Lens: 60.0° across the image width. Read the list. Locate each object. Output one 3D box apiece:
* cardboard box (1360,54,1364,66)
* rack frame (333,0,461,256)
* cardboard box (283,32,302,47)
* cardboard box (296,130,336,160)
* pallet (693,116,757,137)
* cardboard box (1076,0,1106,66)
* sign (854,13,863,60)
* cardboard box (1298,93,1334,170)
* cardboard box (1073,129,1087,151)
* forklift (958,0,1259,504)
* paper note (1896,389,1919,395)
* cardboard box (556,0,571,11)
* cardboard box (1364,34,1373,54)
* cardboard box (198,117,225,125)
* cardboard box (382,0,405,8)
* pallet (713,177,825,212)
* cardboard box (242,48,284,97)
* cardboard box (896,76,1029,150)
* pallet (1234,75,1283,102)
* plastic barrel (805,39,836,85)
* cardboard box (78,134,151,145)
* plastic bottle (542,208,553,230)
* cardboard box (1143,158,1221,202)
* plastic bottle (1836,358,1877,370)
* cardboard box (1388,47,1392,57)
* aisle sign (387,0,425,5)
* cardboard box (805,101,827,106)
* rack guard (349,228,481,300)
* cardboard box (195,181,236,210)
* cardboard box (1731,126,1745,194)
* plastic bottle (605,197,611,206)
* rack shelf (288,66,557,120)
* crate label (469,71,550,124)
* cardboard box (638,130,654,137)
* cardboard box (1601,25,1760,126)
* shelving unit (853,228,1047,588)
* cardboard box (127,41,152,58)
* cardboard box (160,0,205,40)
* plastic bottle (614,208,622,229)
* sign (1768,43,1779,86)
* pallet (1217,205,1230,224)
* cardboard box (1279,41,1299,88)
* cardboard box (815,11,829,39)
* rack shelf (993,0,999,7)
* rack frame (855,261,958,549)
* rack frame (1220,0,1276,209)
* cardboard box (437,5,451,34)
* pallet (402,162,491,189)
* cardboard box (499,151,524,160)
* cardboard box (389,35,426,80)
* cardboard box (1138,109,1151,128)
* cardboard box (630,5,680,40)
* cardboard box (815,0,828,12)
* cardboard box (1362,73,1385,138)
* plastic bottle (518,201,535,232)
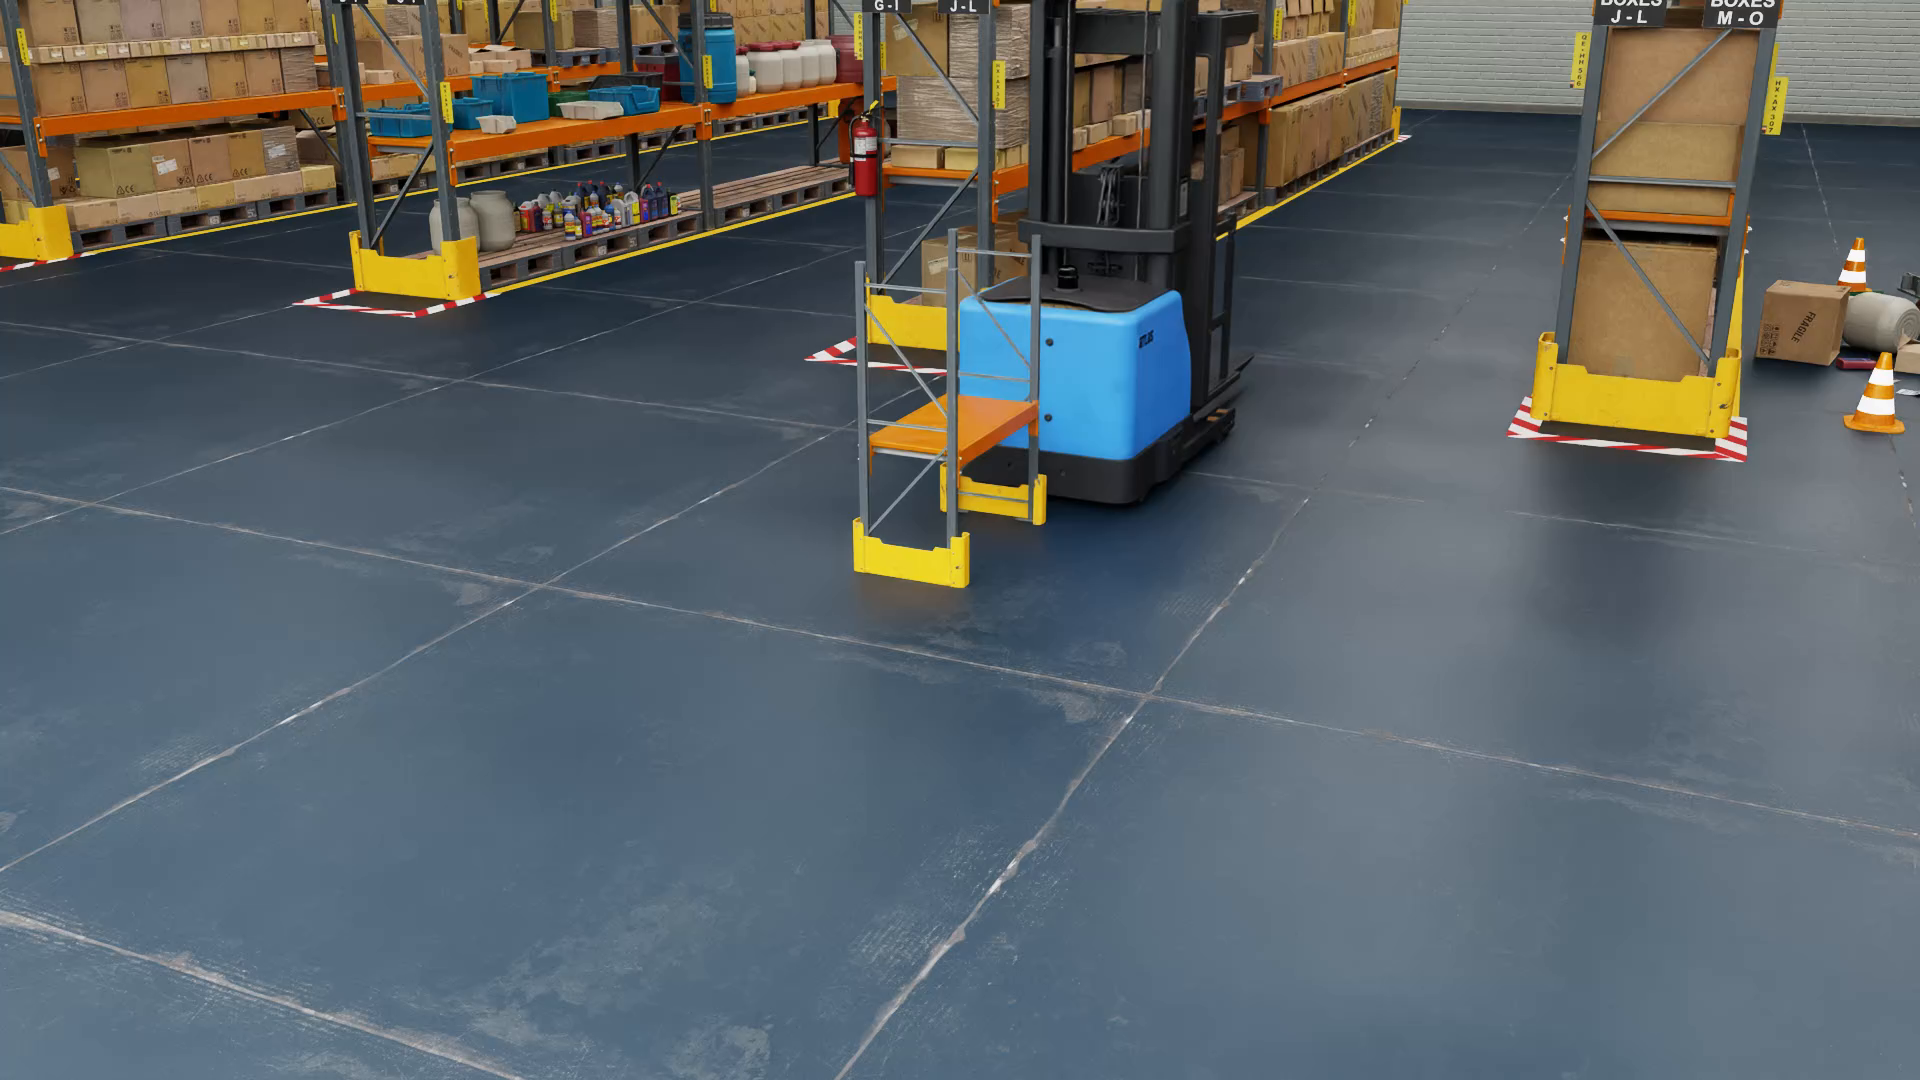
[{"bbox_3d":[5.435,-6.719,23.259,0.380,0.149,0.250,8,21,21],"label":"cardboard box"},{"bbox_3d":[-4.743,-3.562,14.008,1.000,3.000,0.127,9,21,23],"label":"rack frame"},{"bbox_3d":[-7.641,-5.630,18.707,0.380,0.149,0.250,8,21,22],"label":"cardboard box"},{"bbox_3d":[-7.718,-4.795,20.116,0.500,0.311,0.500,9,21,23],"label":"cardboard box"},{"bbox_3d":[-4.064,-6.807,27.294,1.003,0.211,1.213,9,21,23],"label":"pallet"},{"bbox_3d":[0.863,-4.130,13.520,0.500,0.500,0.500,9,21,23],"label":"cardboard box"},{"bbox_3d":[-0.723,-3.659,12.081,0.100,0.325,0.005,9,21,23],"label":"sign"},{"bbox_3d":[4.081,-5.276,21.371,1.225,0.875,0.875,8,21,21],"label":"cardboard box"},{"bbox_3d":[0.813,-3.264,13.544,0.380,0.149,0.250,9,21,23],"label":"cardboard box"},{"bbox_3d":[1.054,-2.024,9.786,1.130,2.935,3.031,9,21,24],"label":"forklift"},{"bbox_3d":[6.433,-1.005,11.251,0.144,0.017,0.142,18,26,41],"label":"paper note"},{"bbox_3d":[-7.717,-9.572,30.461,0.980,0.700,0.700,8,21,22],"label":"cardboard box"},{"bbox_3d":[5.536,-7.038,23.563,0.500,0.250,0.500,9,22,24],"label":"cardboard box"},{"bbox_3d":[-11.070,-6.028,24.015,0.700,0.500,0.500,9,21,23],"label":"cardboard box"},{"bbox_3d":[-9.252,-8.651,26.575,0.500,0.250,0.500,9,21,24],"label":"cardboard box"},{"bbox_3d":[-2.321,-4.091,19.656,1.003,0.211,1.213,9,21,23],"label":"pallet"},{"bbox_3d":[-8.009,-5.214,18.504,0.700,0.500,0.500,8,21,22],"label":"cardboard box"},{"bbox_3d":[0.026,-3.234,12.492,0.875,0.500,0.500,9,21,23],"label":"cardboard box"},{"bbox_3d":[2.857,-5.005,18.352,1.213,0.211,1.003,9,21,23],"label":"pallet"},{"bbox_3d":[-1.693,-5.716,19.899,0.421,0.512,0.421,0,20,0],"label":"plastic barrel"},{"bbox_3d":[-8.916,-4.011,17.628,0.500,0.500,0.500,9,21,23],"label":"cardboard box"},{"bbox_3d":[-4.084,-3.177,16.444,0.097,0.201,0.097,0,20,0],"label":"plastic bottle"},{"bbox_3d":[2.354,-3.804,17.763,0.700,0.500,0.500,11,22,27],"label":"cardboard box"},{"bbox_3d":[6.458,-1.263,11.930,0.283,0.061,0.133,1,20,4],"label":"plastic bottle"},{"bbox_3d":[6.273,-7.344,25.018,0.380,0.149,0.250,9,21,23],"label":"cardboard box"},{"bbox_3d":[-4.505,-4.725,13.397,0.394,0.787,0.004,9,21,23],"label":"aisle sign"},{"bbox_3d":[-2.707,-7.963,29.458,0.500,0.500,0.500,9,21,23],"label":"cardboard box"},{"bbox_3d":[-4.755,-2.414,14.510,1.175,0.500,0.348,9,21,23],"label":"rack guard"},{"bbox_3d":[-8.222,-3.737,17.976,0.500,0.250,0.500,9,21,23],"label":"cardboard box"},{"bbox_3d":[4.919,-2.686,11.322,0.875,0.550,0.550,9,21,23],"label":"cardboard box"},{"bbox_3d":[-3.484,-3.284,16.623,0.061,0.283,0.133,9,21,23],"label":"plastic bottle"},{"bbox_3d":[-6.804,-5.738,21.200,1.077,0.370,4.000,9,21,23],"label":"rack shelf"},{"bbox_3d":[-4.236,-4.178,15.688,0.502,0.435,0.616,9,21,23],"label":"crate label"},{"bbox_3d":[-4.909,-6.291,24.757,0.500,0.500,0.500,8,21,21],"label":"cardboard box"},{"bbox_3d":[4.447,-2.858,10.194,0.875,0.550,0.550,9,21,23],"label":"cardboard box"},{"bbox_3d":[-0.031,-0.683,8.152,0.587,1.500,1.083,9,21,23],"label":"shelving unit"},{"bbox_3d":[-8.482,-5.002,16.939,0.380,0.149,0.250,8,21,21],"label":"cardboard box"},{"bbox_3d":[-8.415,-5.527,17.448,0.700,0.500,0.500,9,21,23],"label":"cardboard box"},{"bbox_3d":[-3.410,-3.191,16.484,0.097,0.201,0.097,0,20,0],"label":"plastic bottle"},{"bbox_3d":[6.404,-3.763,13.163,0.100,0.325,0.005,9,21,23],"label":"sign"},{"bbox_3d":[2.229,-3.404,17.725,1.003,0.211,1.213,9,21,23],"label":"pallet"},{"bbox_3d":[3.708,-5.644,19.714,0.500,0.500,0.500,8,21,21],"label":"cardboard box"},{"bbox_3d":[-2.644,-9.007,29.169,0.500,0.500,0.500,9,22,24],"label":"cardboard box"},{"bbox_3d":[0.595,-4.568,13.434,1.077,0.370,4.000,9,21,23],"label":"rack shelf"},{"bbox_3d":[-0.243,-0.525,7.707,0.500,1.500,0.032,9,21,23],"label":"rack frame"},{"bbox_3d":[3.052,-5.328,18.973,1.000,3.000,0.127,9,21,23],"label":"rack frame"},{"bbox_3d":[-8.826,-8.611,27.581,0.500,0.500,0.500,8,21,22],"label":"cardboard box"},{"bbox_3d":[-6.858,-4.757,21.528,1.003,0.211,1.213,9,21,23],"label":"pallet"},{"bbox_3d":[-6.185,-5.238,22.198,0.500,0.250,0.500,8,21,22],"label":"cardboard box"},{"bbox_3d":[-6.872,-6.059,20.881,0.500,0.500,0.500,9,21,23],"label":"cardboard box"},{"bbox_3d":[1.594,-3.881,15.279,0.380,0.149,0.250,9,21,23],"label":"cardboard box"},{"bbox_3d":[-4.745,-8.042,25.829,0.700,0.500,0.500,2,20,4],"label":"cardboard box"},{"bbox_3d":[-2.640,-9.478,29.002,0.500,0.500,0.500,8,21,22],"label":"cardboard box"},{"bbox_3d":[5.766,-6.485,24.772,0.875,0.875,0.875,9,21,23],"label":"cardboard box"},{"bbox_3d":[-4.263,-3.181,16.344,0.152,0.276,0.135,9,21,23],"label":"plastic bottle"}]
